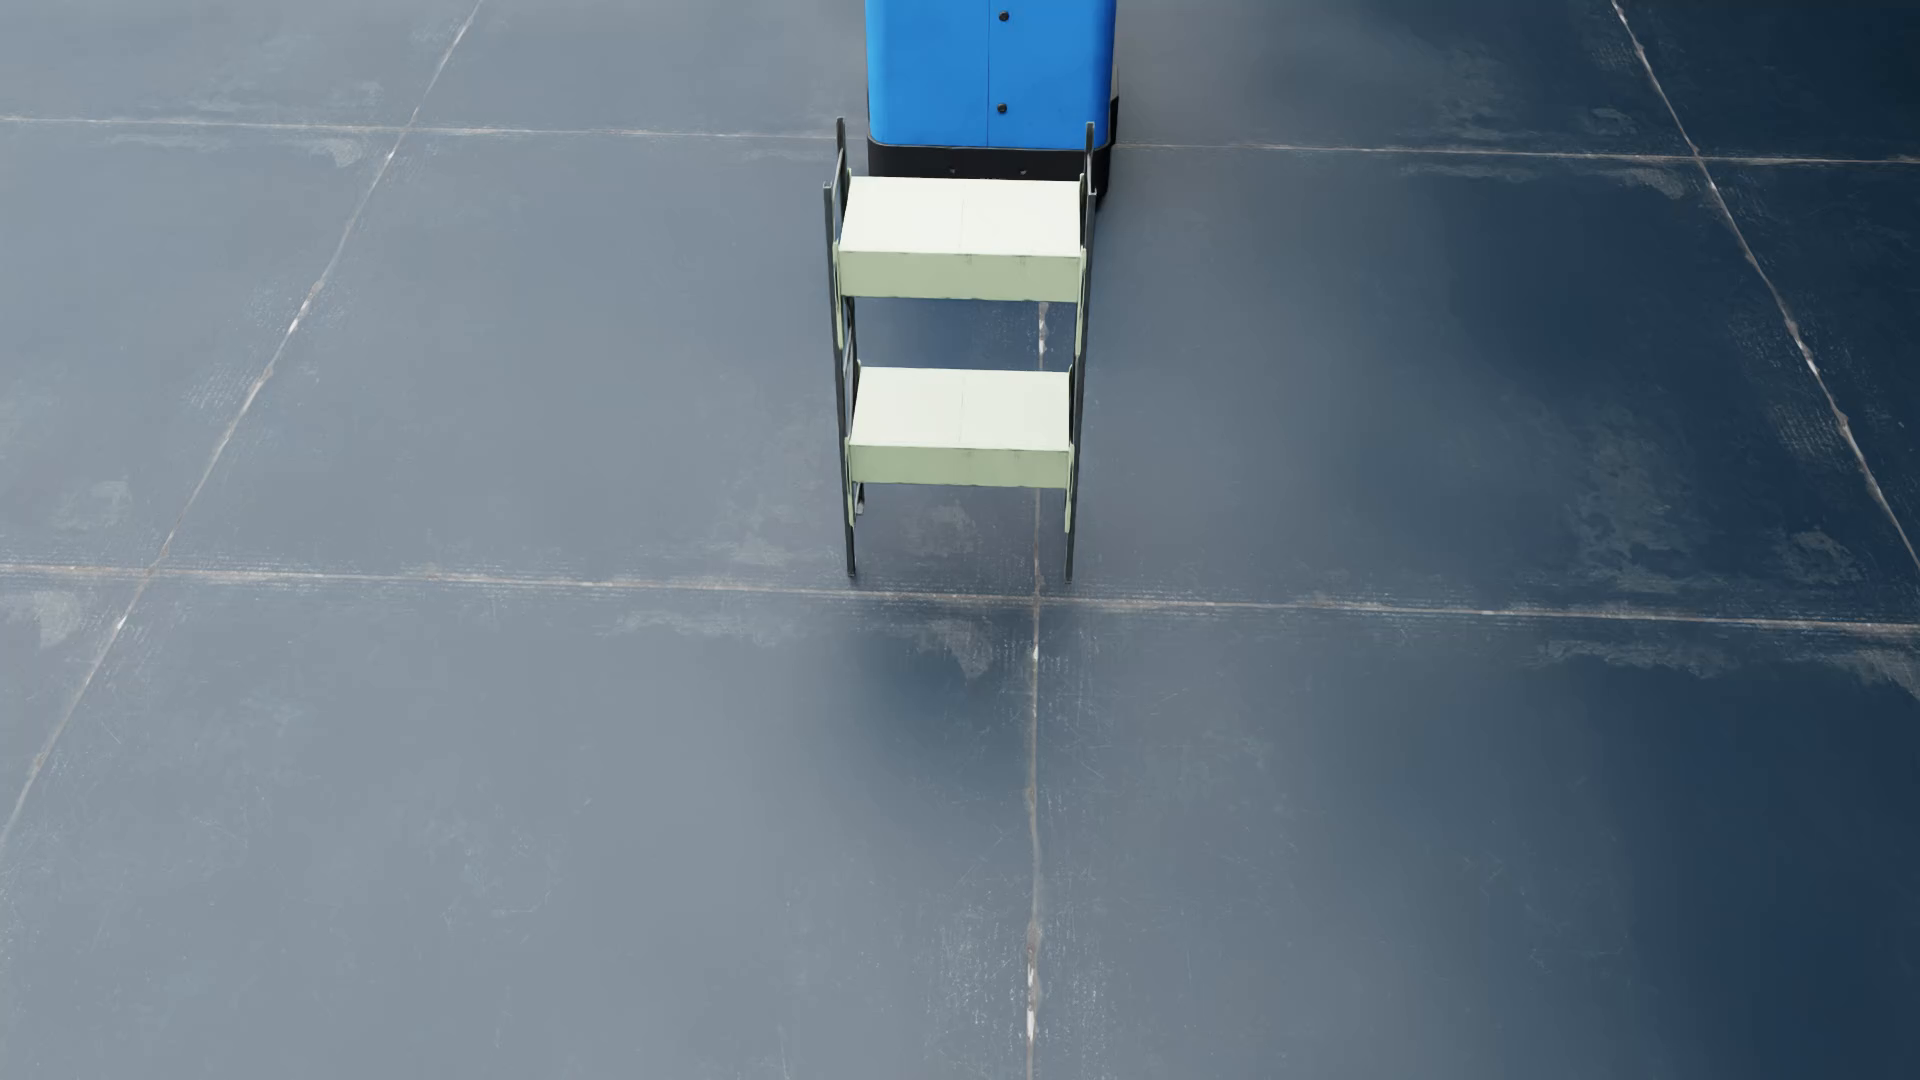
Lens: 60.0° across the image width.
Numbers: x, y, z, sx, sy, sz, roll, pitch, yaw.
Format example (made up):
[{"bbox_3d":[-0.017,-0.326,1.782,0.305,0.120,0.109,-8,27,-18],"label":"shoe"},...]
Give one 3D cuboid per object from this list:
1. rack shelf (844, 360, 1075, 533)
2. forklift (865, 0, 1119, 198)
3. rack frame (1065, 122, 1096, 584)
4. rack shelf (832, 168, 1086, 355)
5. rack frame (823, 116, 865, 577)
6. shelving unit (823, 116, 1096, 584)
[{"bbox_3d":[0.007,-0.310,5.461,0.720,0.370,0.431,2,43,2],"label":"rack shelf"},{"bbox_3d":[0.202,-3.543,7.403,1.130,2.935,3.031,2,43,2],"label":"forklift"},{"bbox_3d":[0.372,-0.537,5.227,0.023,1.500,0.400,2,43,2],"label":"rack frame"},{"bbox_3d":[0.007,-0.834,4.973,0.720,0.370,0.431,2,43,2],"label":"rack shelf"},{"bbox_3d":[-0.359,-0.560,5.251,0.023,1.500,0.400,2,43,2],"label":"rack frame"},{"bbox_3d":[0.007,-0.549,5.239,0.755,1.500,0.431,2,43,2],"label":"shelving unit"}]
